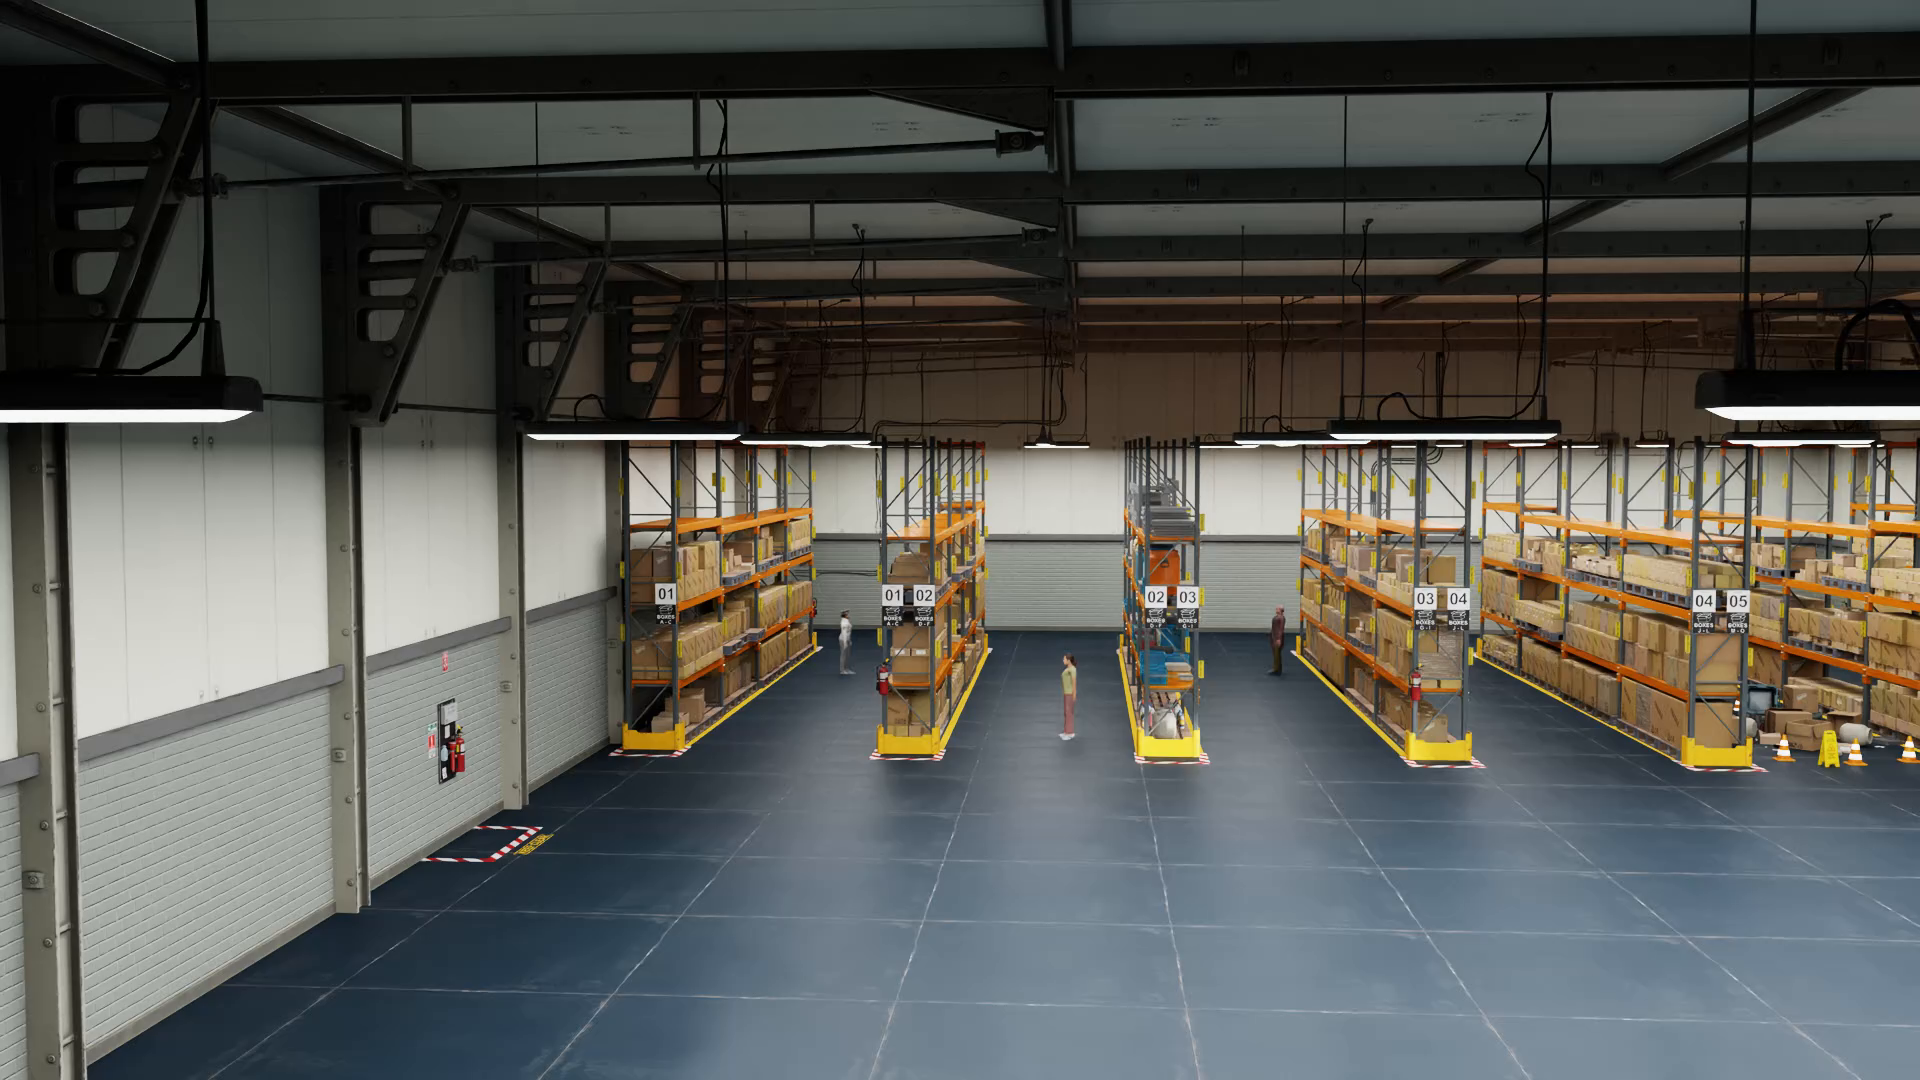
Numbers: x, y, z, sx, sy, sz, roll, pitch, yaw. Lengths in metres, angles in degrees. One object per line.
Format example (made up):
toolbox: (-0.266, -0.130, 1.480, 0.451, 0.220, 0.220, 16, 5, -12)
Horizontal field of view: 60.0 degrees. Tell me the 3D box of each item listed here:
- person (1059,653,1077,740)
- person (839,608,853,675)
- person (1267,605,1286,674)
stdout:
person: (2.168, 3.119, 33.216, 0.389, 1.711, 0.549, 0, 3, -7)
person: (-2.939, 2.600, 42.633, 0.345, 1.695, 0.502, 0, 3, 7)
person: (8.088, 2.659, 42.761, 0.621, 1.559, 0.584, -1, 3, -22)
